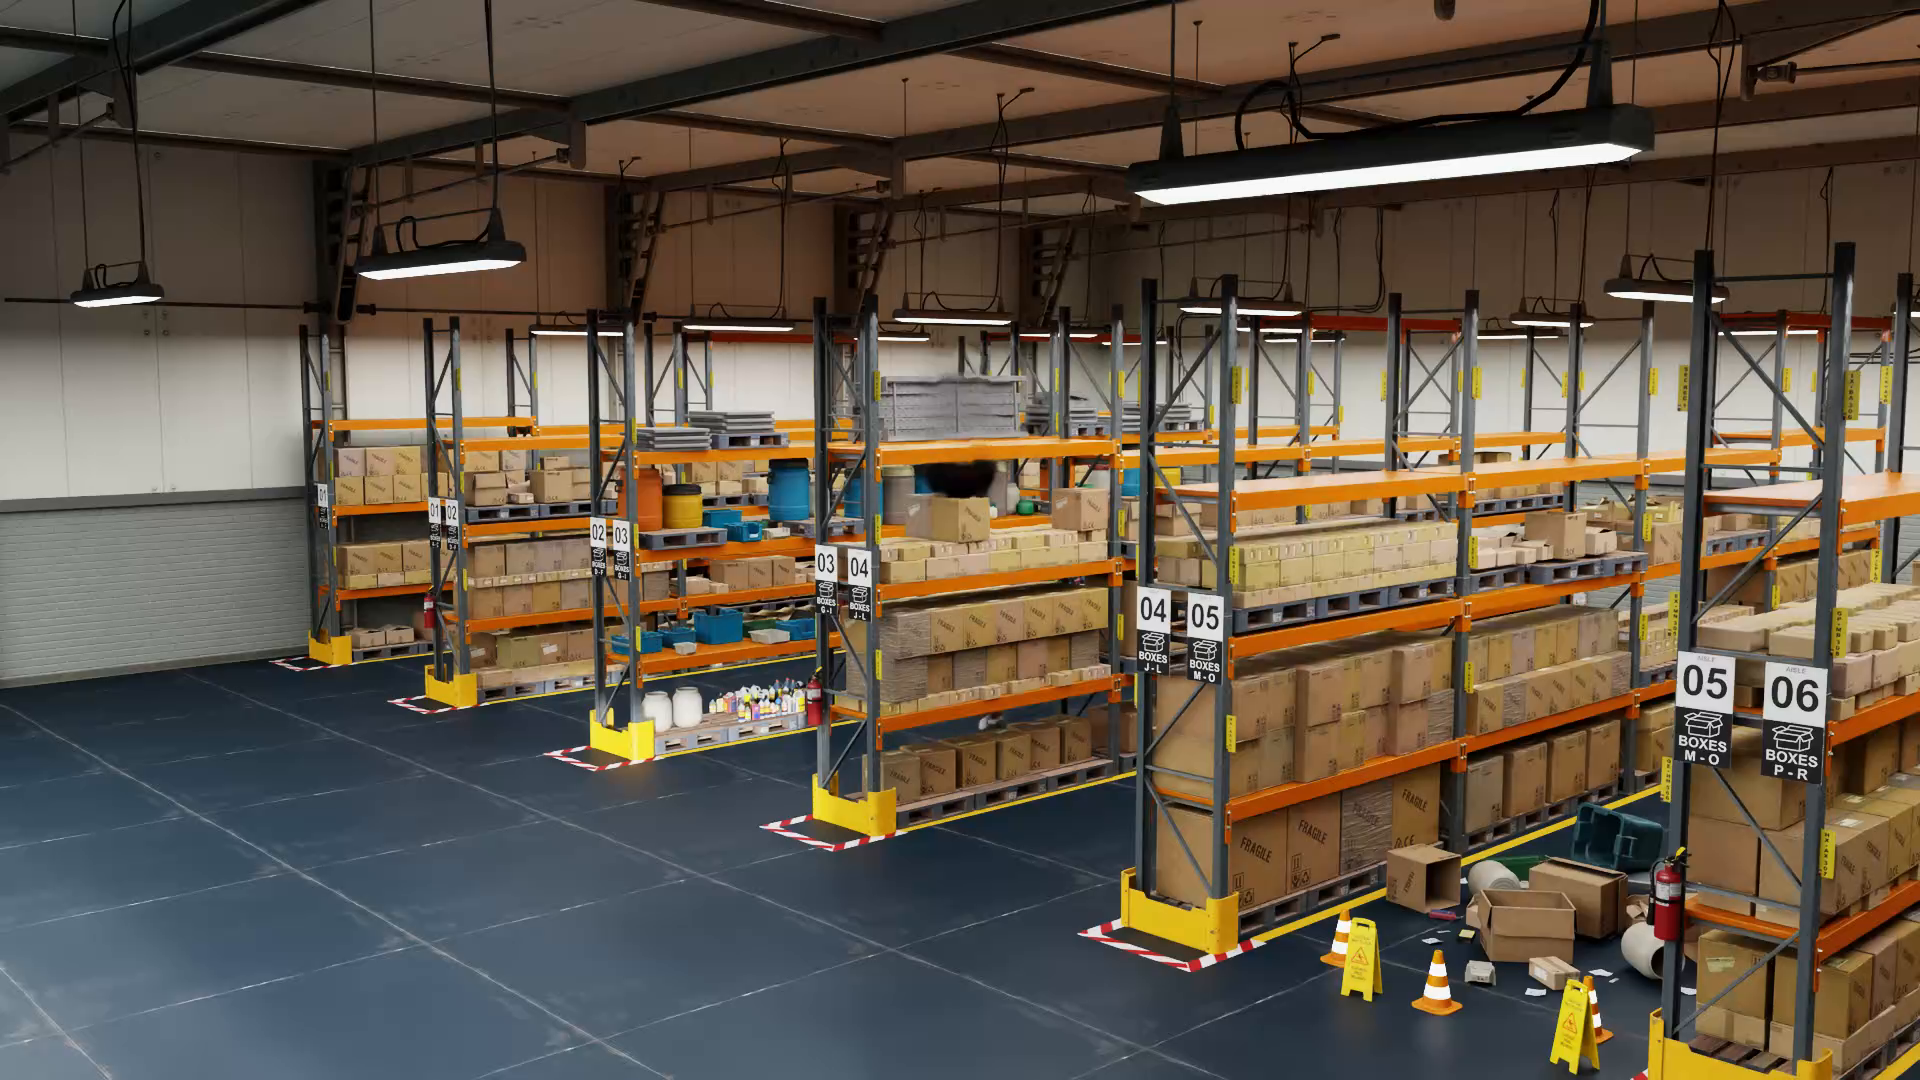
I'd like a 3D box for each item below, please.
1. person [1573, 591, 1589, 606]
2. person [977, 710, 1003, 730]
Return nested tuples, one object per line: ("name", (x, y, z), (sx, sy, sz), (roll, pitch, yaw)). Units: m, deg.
("person", (11.219, 1.238, 30.499), (0.671, 1.725, 0.578), (-2, 6, -16))
("person", (0.369, 1.909, 24.005), (0.604, 1.647, 0.777), (4, 7, 33))
